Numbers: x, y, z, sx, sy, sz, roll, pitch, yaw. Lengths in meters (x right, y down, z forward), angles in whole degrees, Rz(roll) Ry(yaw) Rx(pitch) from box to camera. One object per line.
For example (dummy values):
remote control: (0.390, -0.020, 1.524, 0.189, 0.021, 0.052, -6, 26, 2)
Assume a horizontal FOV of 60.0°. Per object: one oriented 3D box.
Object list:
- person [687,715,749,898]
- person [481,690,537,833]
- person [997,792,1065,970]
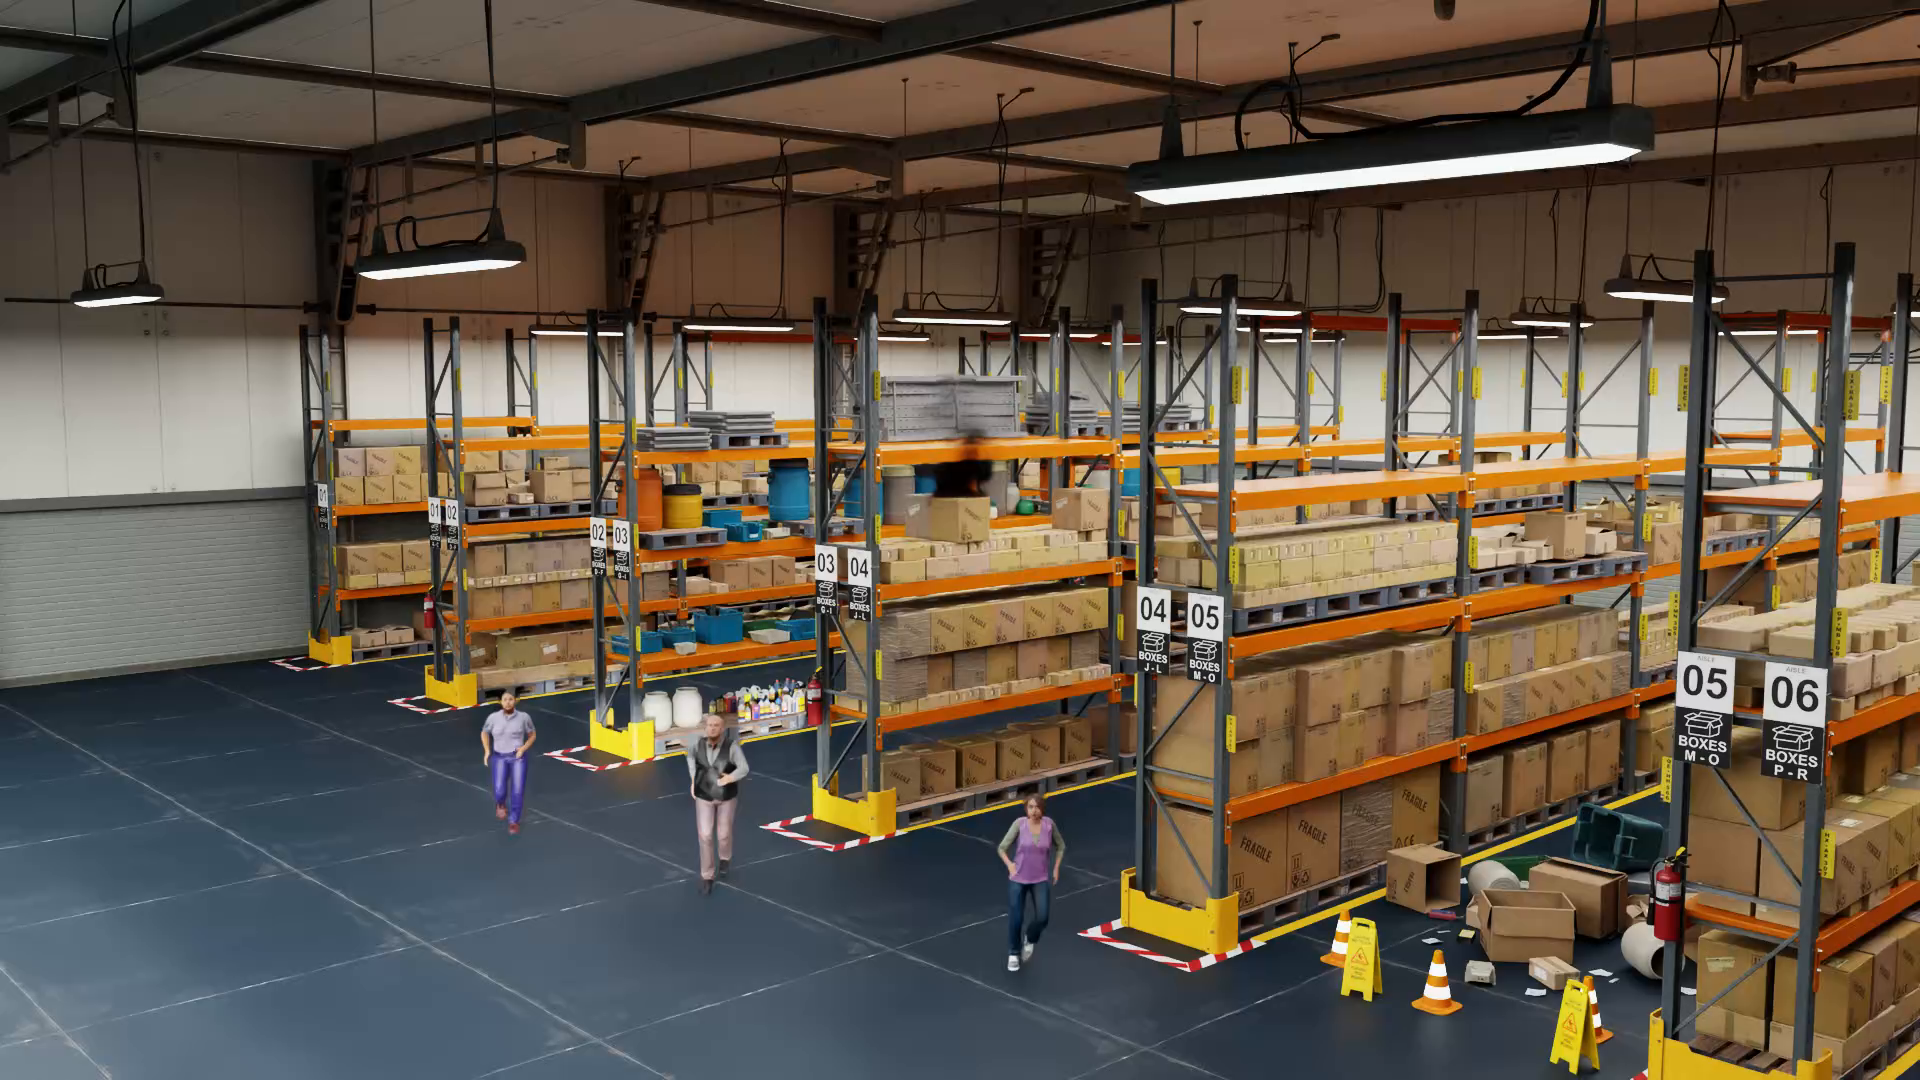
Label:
person: (-2.436, 2.621, 16.733, 0.649, 1.759, 0.834, 0, 6, -3)
person: (-5.072, 2.533, 18.726, 0.613, 1.523, 0.546, -1, 6, -13)
person: (0.621, 2.955, 14.300, 0.605, 1.567, 0.566, 0, 6, -4)
